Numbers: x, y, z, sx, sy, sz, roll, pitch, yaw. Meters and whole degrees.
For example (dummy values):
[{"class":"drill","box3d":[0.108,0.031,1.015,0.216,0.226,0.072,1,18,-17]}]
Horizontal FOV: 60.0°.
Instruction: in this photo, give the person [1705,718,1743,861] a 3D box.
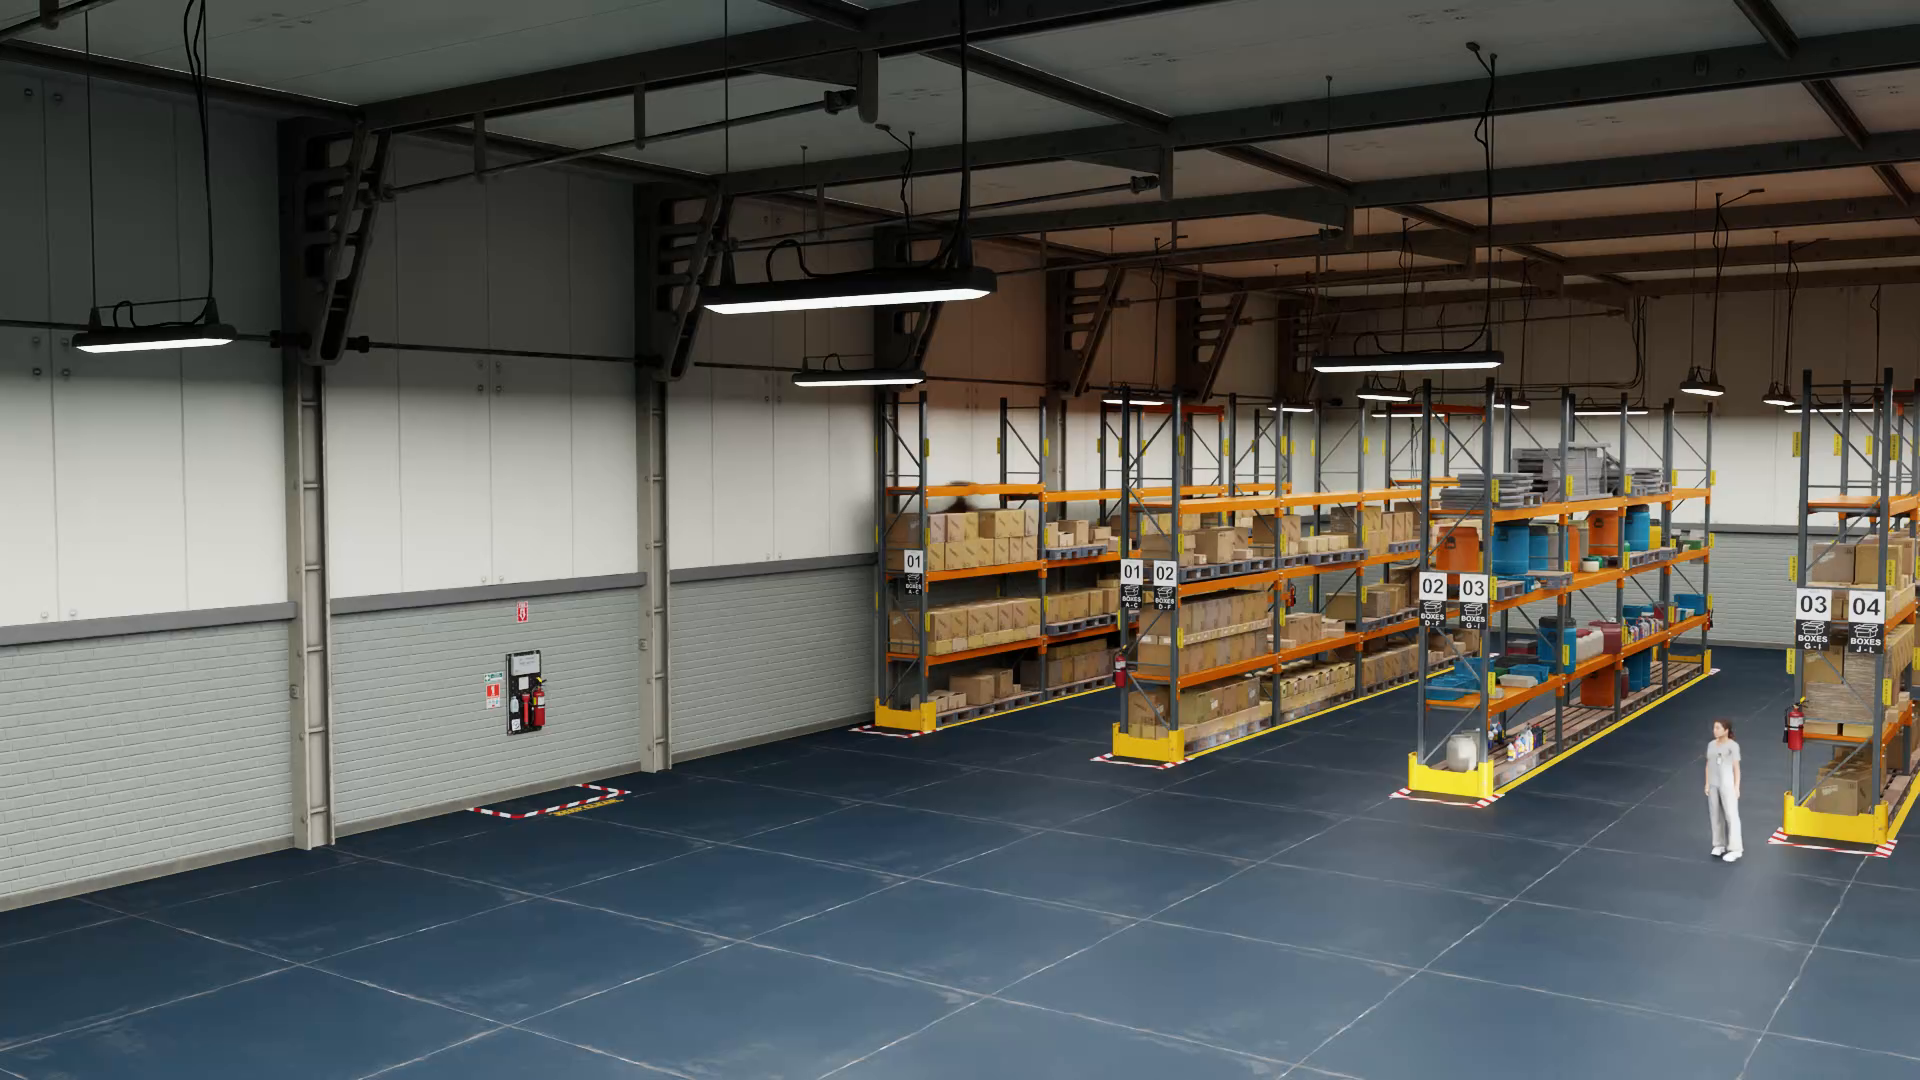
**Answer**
[{"class":"person","box3d":[9.355,3.033,20.395,0.446,1.677,0.553,-2,4,-26]}]
